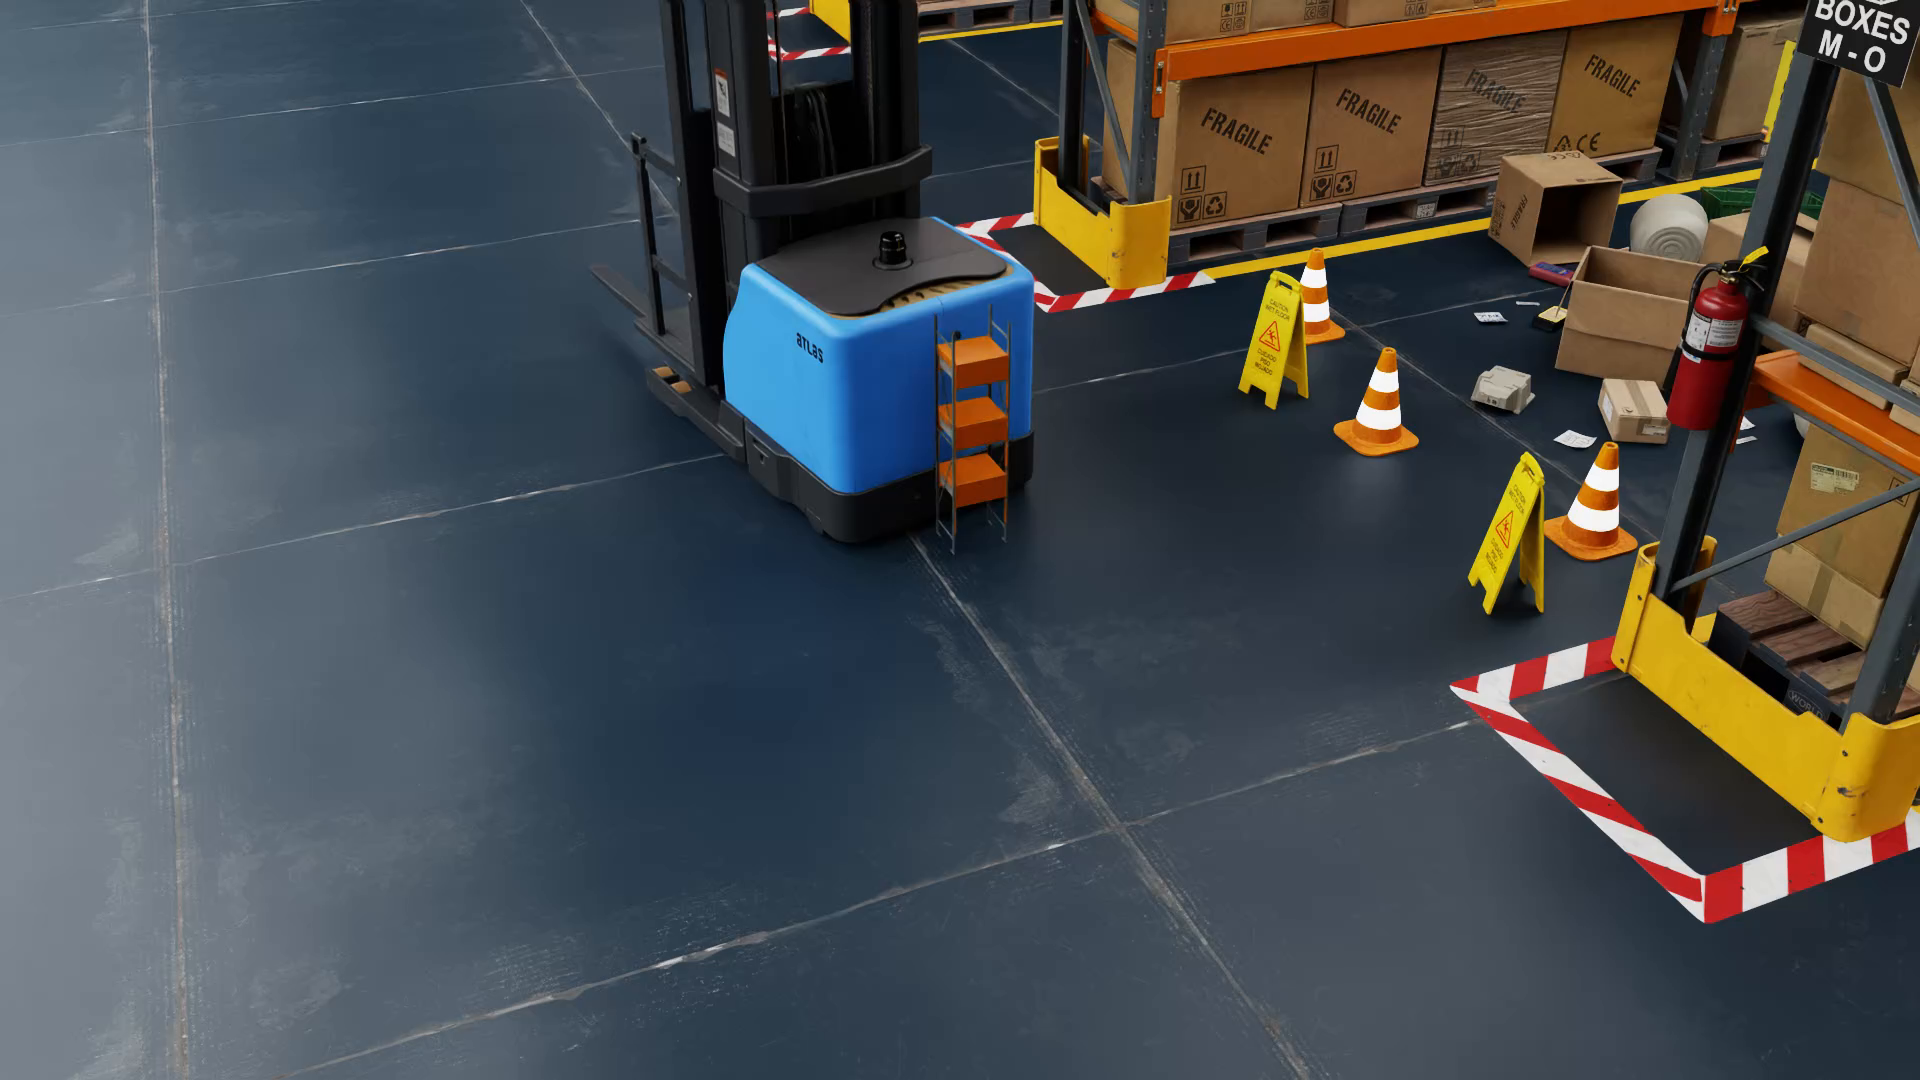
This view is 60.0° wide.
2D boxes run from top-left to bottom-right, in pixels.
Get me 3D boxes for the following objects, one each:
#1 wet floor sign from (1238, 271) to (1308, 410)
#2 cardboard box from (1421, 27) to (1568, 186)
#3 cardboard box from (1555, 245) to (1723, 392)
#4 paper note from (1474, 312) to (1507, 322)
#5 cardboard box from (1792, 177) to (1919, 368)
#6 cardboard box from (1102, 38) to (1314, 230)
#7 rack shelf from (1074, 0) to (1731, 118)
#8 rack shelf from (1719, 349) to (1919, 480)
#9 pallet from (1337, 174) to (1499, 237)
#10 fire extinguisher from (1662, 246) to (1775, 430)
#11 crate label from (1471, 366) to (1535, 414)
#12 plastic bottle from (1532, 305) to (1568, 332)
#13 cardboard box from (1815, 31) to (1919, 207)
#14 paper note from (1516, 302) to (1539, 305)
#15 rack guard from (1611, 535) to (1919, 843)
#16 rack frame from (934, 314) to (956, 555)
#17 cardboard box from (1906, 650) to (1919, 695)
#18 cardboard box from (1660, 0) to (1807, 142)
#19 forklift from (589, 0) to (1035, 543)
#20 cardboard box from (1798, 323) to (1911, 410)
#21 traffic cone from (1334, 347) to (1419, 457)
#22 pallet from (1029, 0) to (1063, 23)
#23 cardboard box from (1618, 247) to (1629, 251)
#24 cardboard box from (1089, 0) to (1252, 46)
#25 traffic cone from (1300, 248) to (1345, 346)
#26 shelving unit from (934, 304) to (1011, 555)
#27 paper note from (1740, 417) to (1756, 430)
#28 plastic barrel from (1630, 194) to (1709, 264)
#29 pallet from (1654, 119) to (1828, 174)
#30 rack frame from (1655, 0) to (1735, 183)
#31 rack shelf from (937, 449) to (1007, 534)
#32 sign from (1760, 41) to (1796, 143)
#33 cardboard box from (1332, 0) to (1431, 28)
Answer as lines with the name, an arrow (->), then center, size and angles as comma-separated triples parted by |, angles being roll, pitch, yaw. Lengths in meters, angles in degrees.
wet floor sign -> 1.580, -1.009, 8.208 | 0.232, 0.644, 0.267 | -19, 38, -27
cardboard box -> 3.092, -2.837, 10.423 | 0.875, 0.875, 0.875 | -13, 35, -19
cardboard box -> 3.489, -1.127, 8.521 | 0.797, 0.503, 0.637 | 16, 36, 23
paper note -> 2.905, -1.220, 9.099 | 0.142, 0.017, 0.144 | -2, 33, -2
cardboard box -> 3.243, -0.949, 5.594 | 0.500, 0.500, 0.500 | -14, 35, -20
cardboard box -> 1.440, -2.459, 9.842 | 0.875, 0.875, 0.875 | -13, 35, -19
rack shelf -> 2.684, -3.118, 9.951 | 4.000, 0.370, 1.077 | -13, 35, -19
rack shelf -> 4.694, -0.650, 6.158 | 4.000, 0.370, 1.077 | -13, 35, -19
pallet -> 2.670, -2.292, 10.579 | 1.213, 0.211, 1.003 | -13, 35, -19
fire extinguisher -> 2.566, -0.705, 5.653 | 0.183, 0.674, 0.296 | -13, 35, -19
crate label -> 2.704, -0.753, 8.281 | 0.250, 0.136, 0.298 | 23, 39, 30
plastic bottle -> 3.252, -1.217, 9.064 | 0.283, 0.061, 0.133 | -27, 42, -35
cardboard box -> 3.236, -1.333, 5.267 | 0.500, 0.500, 0.700 | -14, 35, -20
paper note -> 3.165, -1.318, 9.267 | 0.123, 0.001, 0.032 | 4, 33, 6
rack guard -> 2.920, 0.502, 6.020 | 0.348, 0.500, 1.175 | -13, 35, -19
rack frame -> -0.062, -0.425, 6.940 | 0.008, 1.050, 0.200 | -13, 35, -19
cardboard box -> 3.700, 0.416, 5.997 | 0.500, 0.250, 0.500 | -13, 35, -19
cardboard box -> 5.066, -3.251, 11.174 | 0.750, 0.750, 1.050 | -13, 35, -19
forklift -> -0.915, -1.976, 7.599 | 1.130, 2.935, 3.031 | -21, 38, -28
cardboard box -> 3.112, -0.611, 5.668 | 0.250, 0.149, 0.380 | -12, 35, -17
traffic cone -> 2.003, -0.692, 7.889 | 0.334, 0.463, 0.336 | -13, 35, -19
pallet -> 0.969, -4.769, 14.386 | 1.213, 0.211, 1.003 | -13, 35, -19
cardboard box -> 3.656, -1.407, 9.168 | 0.258, 0.266, 0.396 | -7, 34, -11
cardboard box -> 1.165, -3.161, 9.220 | 0.550, 0.550, 0.875 | -13, 35, -19
traffic cone -> 1.880, -1.332, 8.873 | 0.334, 0.463, 0.336 | -13, 35, -19
shelving unit -> 0.050, -0.451, 6.980 | 0.252, 1.050, 0.215 | -13, 35, -19
paper note -> 3.792, -0.585, 8.131 | 0.142, 0.019, 0.148 | -2, 33, -2
plastic barrel -> 4.076, -1.751, 9.553 | 0.421, 0.421, 0.512 | 10, 34, 14
pallet -> 5.211, -2.874, 11.473 | 1.213, 0.211, 1.003 | -13, 35, -19
rack frame -> 4.528, -3.842, 10.404 | 0.127, 3.000, 1.000 | -13, 35, -19
rack shelf -> 0.050, -0.209, 7.137 | 0.240, 0.259, 0.215 | -13, 35, -19
sign -> 2.653, -1.430, 5.347 | 0.005, 0.325, 0.100 | -13, 35, -19
cardboard box -> 2.228, -3.343, 9.500 | 0.550, 0.550, 0.875 | -13, 35, -19
